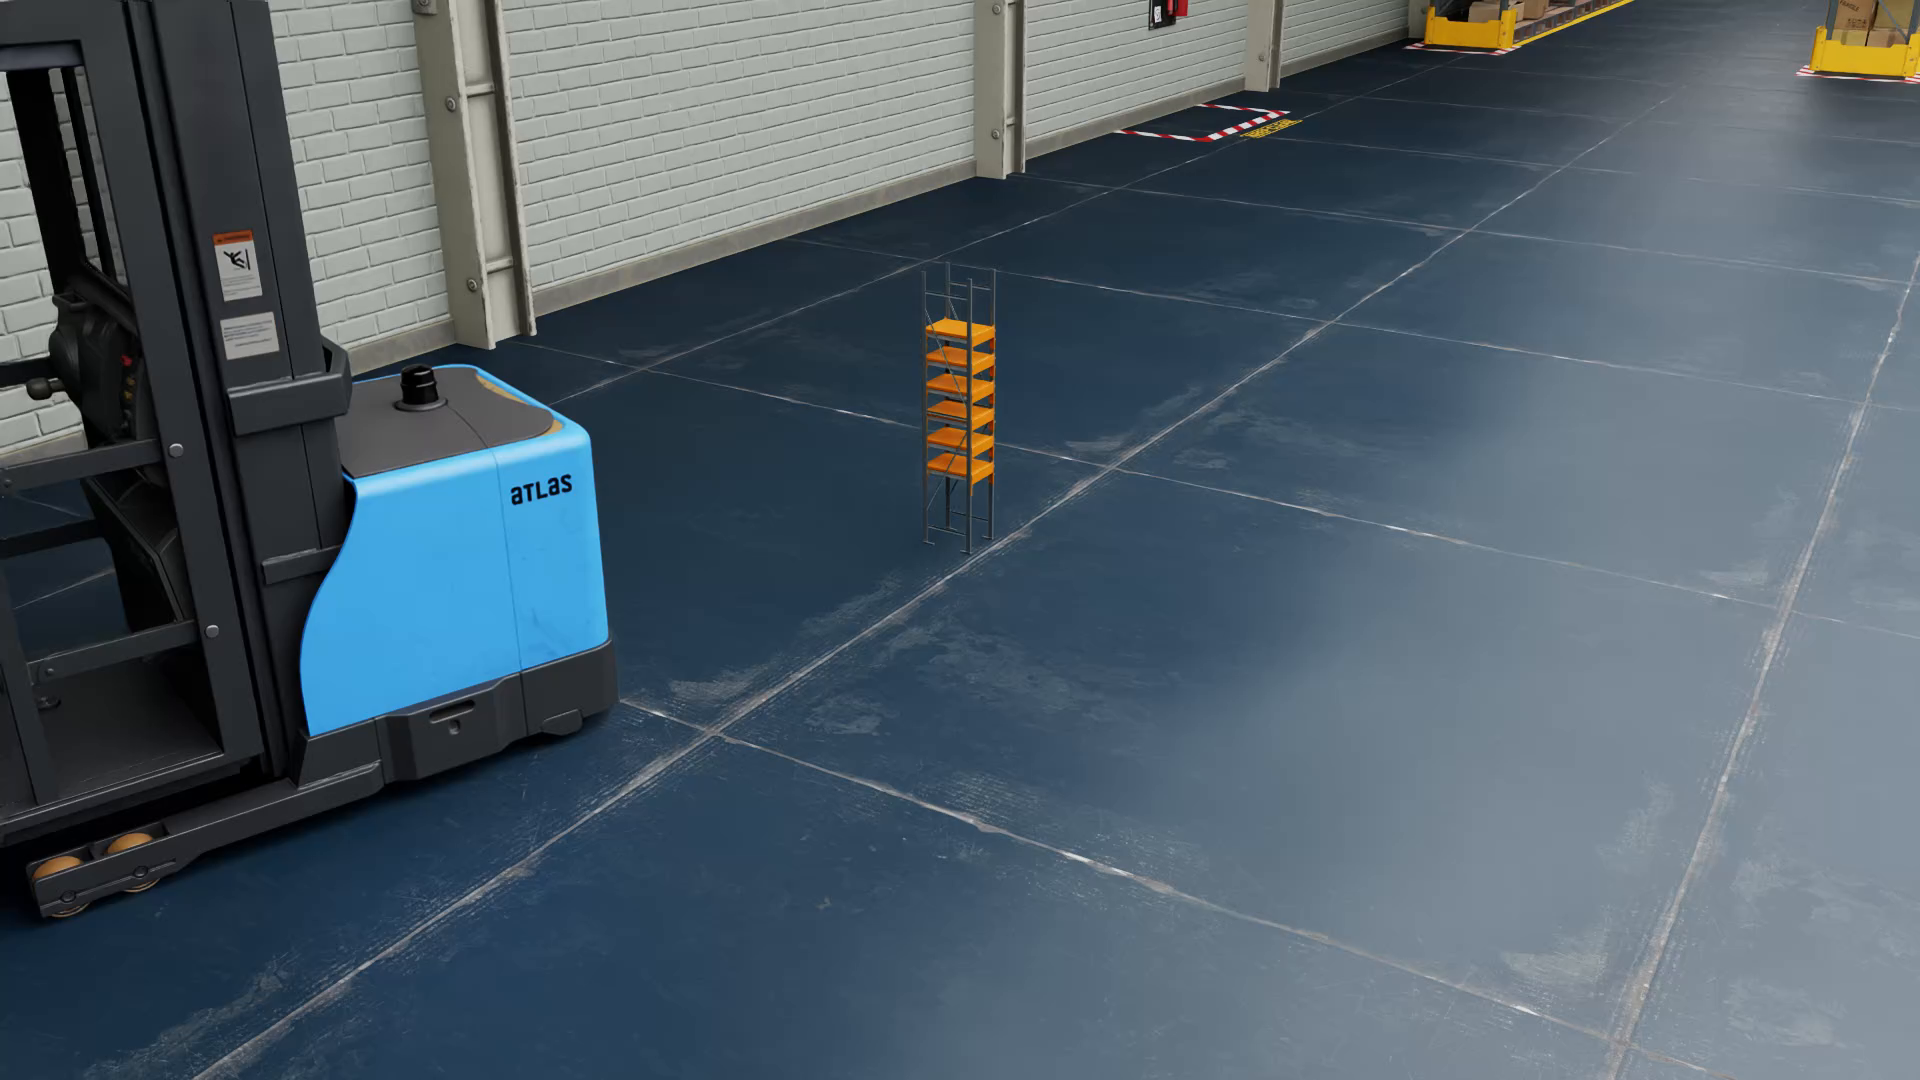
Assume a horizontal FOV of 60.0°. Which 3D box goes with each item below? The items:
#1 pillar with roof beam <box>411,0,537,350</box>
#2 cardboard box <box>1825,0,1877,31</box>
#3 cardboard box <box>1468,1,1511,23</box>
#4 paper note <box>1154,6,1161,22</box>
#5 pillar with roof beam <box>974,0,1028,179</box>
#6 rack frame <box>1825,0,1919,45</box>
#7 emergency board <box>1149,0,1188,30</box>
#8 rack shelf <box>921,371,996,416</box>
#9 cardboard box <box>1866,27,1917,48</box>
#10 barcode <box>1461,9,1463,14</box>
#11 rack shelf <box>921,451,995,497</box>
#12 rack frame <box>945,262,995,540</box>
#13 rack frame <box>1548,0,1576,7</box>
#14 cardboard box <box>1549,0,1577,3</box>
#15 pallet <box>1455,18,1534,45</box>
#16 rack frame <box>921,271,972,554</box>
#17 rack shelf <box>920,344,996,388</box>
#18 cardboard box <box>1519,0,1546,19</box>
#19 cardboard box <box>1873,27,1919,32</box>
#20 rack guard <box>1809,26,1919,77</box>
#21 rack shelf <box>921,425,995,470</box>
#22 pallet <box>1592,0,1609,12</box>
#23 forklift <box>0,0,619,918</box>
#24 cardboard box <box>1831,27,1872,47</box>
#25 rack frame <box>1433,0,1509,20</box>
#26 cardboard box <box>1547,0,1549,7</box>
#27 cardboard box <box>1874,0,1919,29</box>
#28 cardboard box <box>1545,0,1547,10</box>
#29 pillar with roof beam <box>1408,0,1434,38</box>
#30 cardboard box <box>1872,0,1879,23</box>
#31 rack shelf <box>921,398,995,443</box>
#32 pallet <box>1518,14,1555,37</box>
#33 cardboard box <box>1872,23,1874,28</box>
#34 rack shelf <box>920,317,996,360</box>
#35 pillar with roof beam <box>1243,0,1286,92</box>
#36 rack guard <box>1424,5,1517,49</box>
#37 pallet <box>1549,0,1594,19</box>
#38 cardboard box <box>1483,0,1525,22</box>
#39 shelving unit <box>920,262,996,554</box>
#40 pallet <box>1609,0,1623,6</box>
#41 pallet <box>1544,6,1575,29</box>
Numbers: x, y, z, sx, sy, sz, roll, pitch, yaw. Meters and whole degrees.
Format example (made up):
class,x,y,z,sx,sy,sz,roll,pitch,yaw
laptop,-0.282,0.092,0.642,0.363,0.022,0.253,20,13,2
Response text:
class,x,y,z,sx,sy,sz,roll,pitch,yaw
pillar with roof beam,0.841,-4.453,6.210,9.100,9.000,0.400,14,27,29
cardboard box,11.285,-6.742,21.036,0.500,0.500,0.500,14,27,29
cardboard box,7.486,-7.443,23.498,0.500,0.311,0.500,11,26,23
paper note,2.026,-5.377,17.004,0.016,0.148,0.142,14,27,29
pillar with roof beam,4.006,-6.478,10.888,9.100,9.000,0.400,14,27,29
rack frame,11.255,-7.223,20.160,1.000,3.000,0.127,14,27,29
emergency board,2.178,-5.827,16.933,0.194,1.169,0.643,14,27,29
rack shelf,-0.008,-0.615,6.970,0.258,0.103,0.180,14,27,29
cardboard box,11.727,-6.289,20.933,0.500,0.250,0.500,14,27,29
barcode,7.156,-7.537,23.704,0.001,0.075,0.075,14,27,29
rack shelf,-0.008,-0.285,7.113,0.258,0.103,0.180,14,27,29
rack frame,0.041,-0.577,7.072,0.240,1.200,0.006,14,27,29
rack frame,9.154,-9.610,25.674,1.000,3.000,0.127,14,27,29
cardboard box,9.528,-8.917,26.665,0.700,0.500,0.500,15,28,31
pallet,7.543,-7.273,23.784,1.003,0.211,1.213,14,27,29
rack frame,-0.056,-0.515,6.929,0.240,1.200,0.006,14,27,29
rack shelf,-0.008,-0.725,6.923,0.258,0.103,0.180,14,27,29
cardboard box,8.216,-7.959,24.452,0.700,0.500,0.500,12,26,26
cardboard box,11.987,-6.458,21.325,0.500,0.250,0.500,14,27,29
rack guard,11.242,-6.068,20.638,1.175,0.500,0.348,14,27,29
rack shelf,-0.008,-0.395,7.066,0.258,0.103,0.180,14,27,29
pallet,10.206,-9.007,27.790,1.003,0.211,1.213,14,27,29
forklift,-2.657,-0.504,4.725,3.031,2.935,1.130,-18,29,-35
cardboard box,11.287,-6.397,21.184,0.500,0.250,0.500,14,27,29
rack frame,7.044,-8.260,22.555,1.000,3.000,0.127,14,27,29
cardboard box,8.898,-8.325,25.717,0.380,0.166,0.250,10,25,22
cardboard box,11.989,-6.802,21.175,0.500,0.500,0.500,14,27,29
cardboard box,8.641,-8.306,25.254,0.500,0.500,0.500,12,26,25
pillar with roof beam,10.336,-10.529,20.244,9.100,9.000,0.400,14,27,29
cardboard box,11.800,-7.082,21.823,0.500,0.500,0.500,14,27,29
rack shelf,-0.008,-0.505,7.018,0.258,0.103,0.180,14,27,29
pallet,8.187,-7.683,24.732,1.003,0.211,1.213,14,27,29
cardboard box,11.540,-6.568,21.579,0.500,0.250,0.500,14,27,29
rack shelf,-0.008,-0.835,6.875,0.258,0.103,0.180,14,27,29
pillar with roof beam,7.171,-8.504,15.566,9.100,9.000,0.400,14,27,29
rack guard,7.084,-7.139,23.111,1.175,0.500,0.348,14,27,29
pallet,9.564,-8.594,26.835,1.003,0.211,1.213,14,27,29
cardboard box,7.786,-7.635,23.942,0.500,0.311,0.500,16,28,33
shelving unit,-0.008,-0.546,7.000,0.258,1.200,0.189,14,27,29
pallet,10.851,-9.417,28.738,1.003,0.211,1.213,14,27,29
pallet,8.830,-8.096,25.687,1.003,0.211,1.213,14,27,29
